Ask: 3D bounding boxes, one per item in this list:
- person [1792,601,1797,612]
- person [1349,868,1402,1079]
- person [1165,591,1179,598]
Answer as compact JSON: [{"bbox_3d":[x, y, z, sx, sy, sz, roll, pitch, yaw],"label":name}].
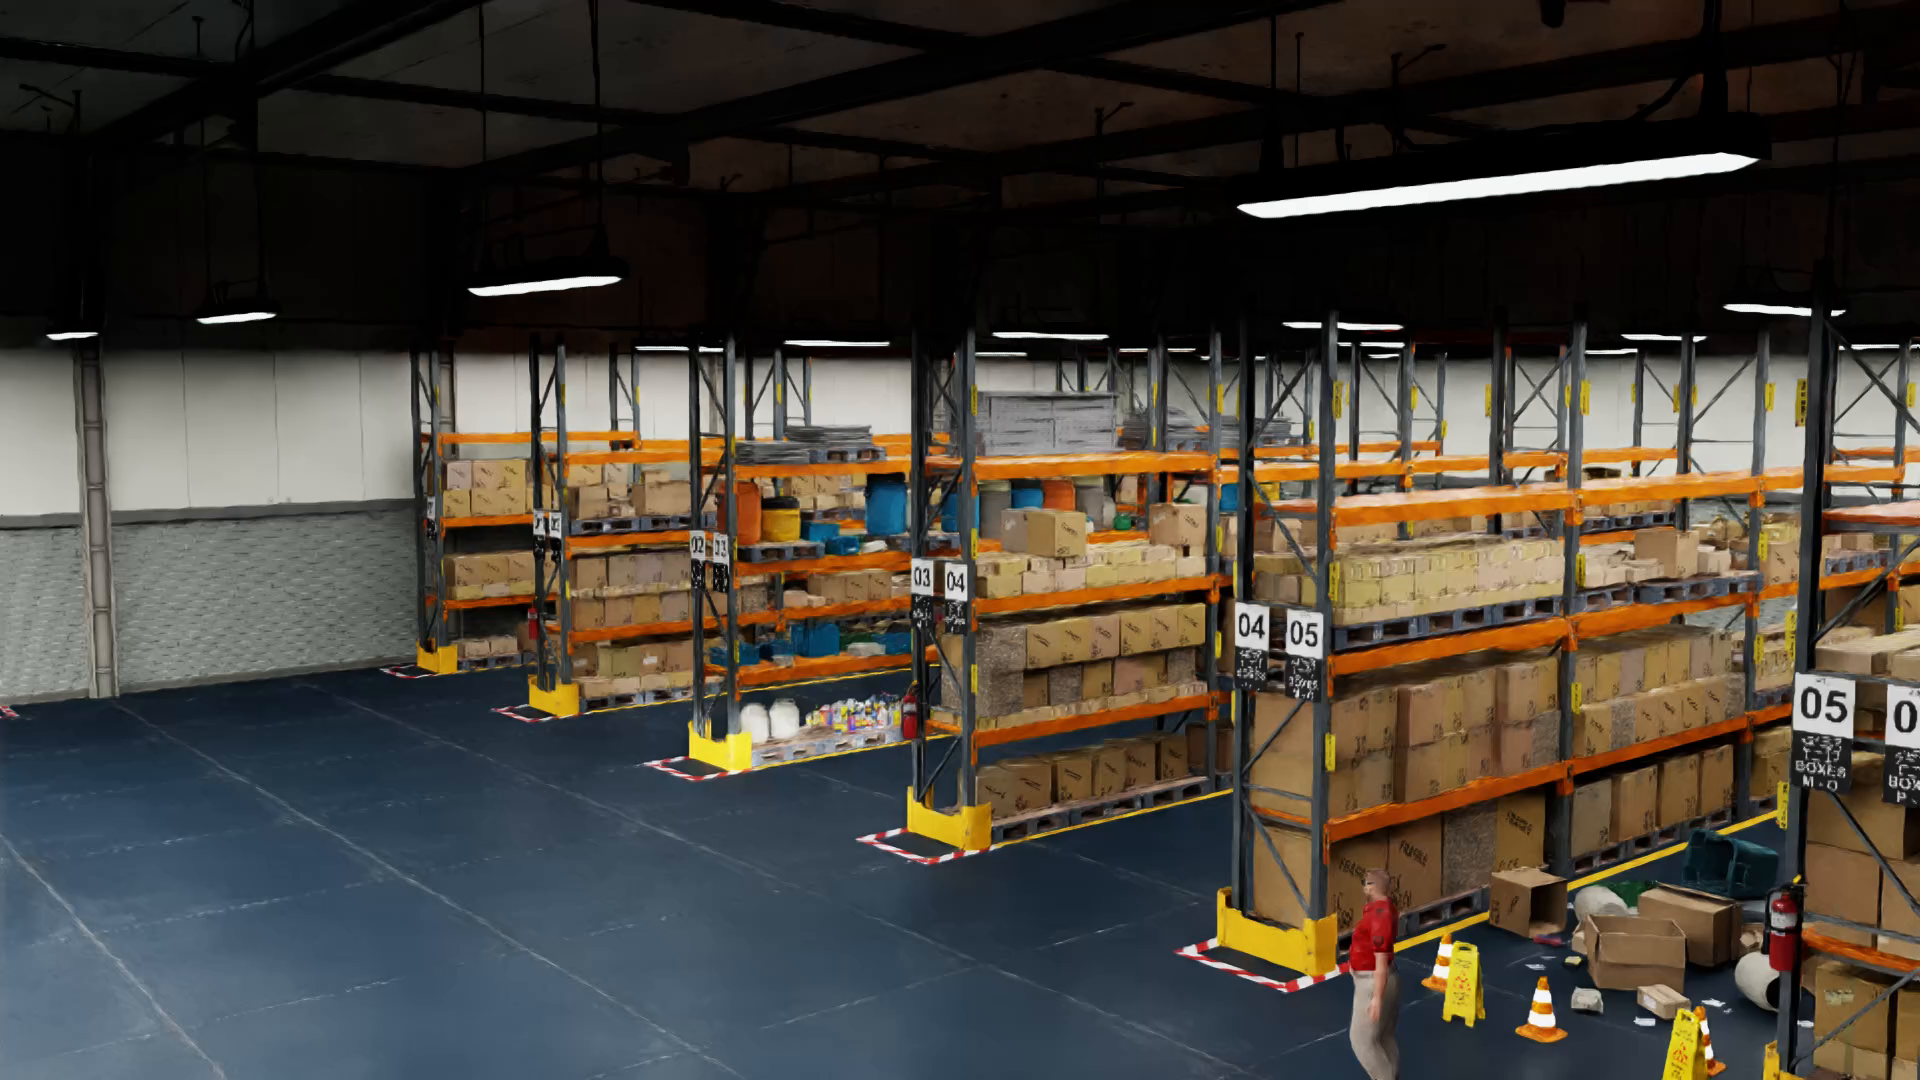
[{"bbox_3d":[13.684,1.803,27.077,1.104,1.700,0.543,-4,7,-37],"label":"person"},{"bbox_3d":[2.984,3.204,11.839,0.437,1.720,0.651,2,6,22],"label":"person"},{"bbox_3d":[4.359,1.244,33.598,0.588,1.635,0.660,5,7,42],"label":"person"}]
